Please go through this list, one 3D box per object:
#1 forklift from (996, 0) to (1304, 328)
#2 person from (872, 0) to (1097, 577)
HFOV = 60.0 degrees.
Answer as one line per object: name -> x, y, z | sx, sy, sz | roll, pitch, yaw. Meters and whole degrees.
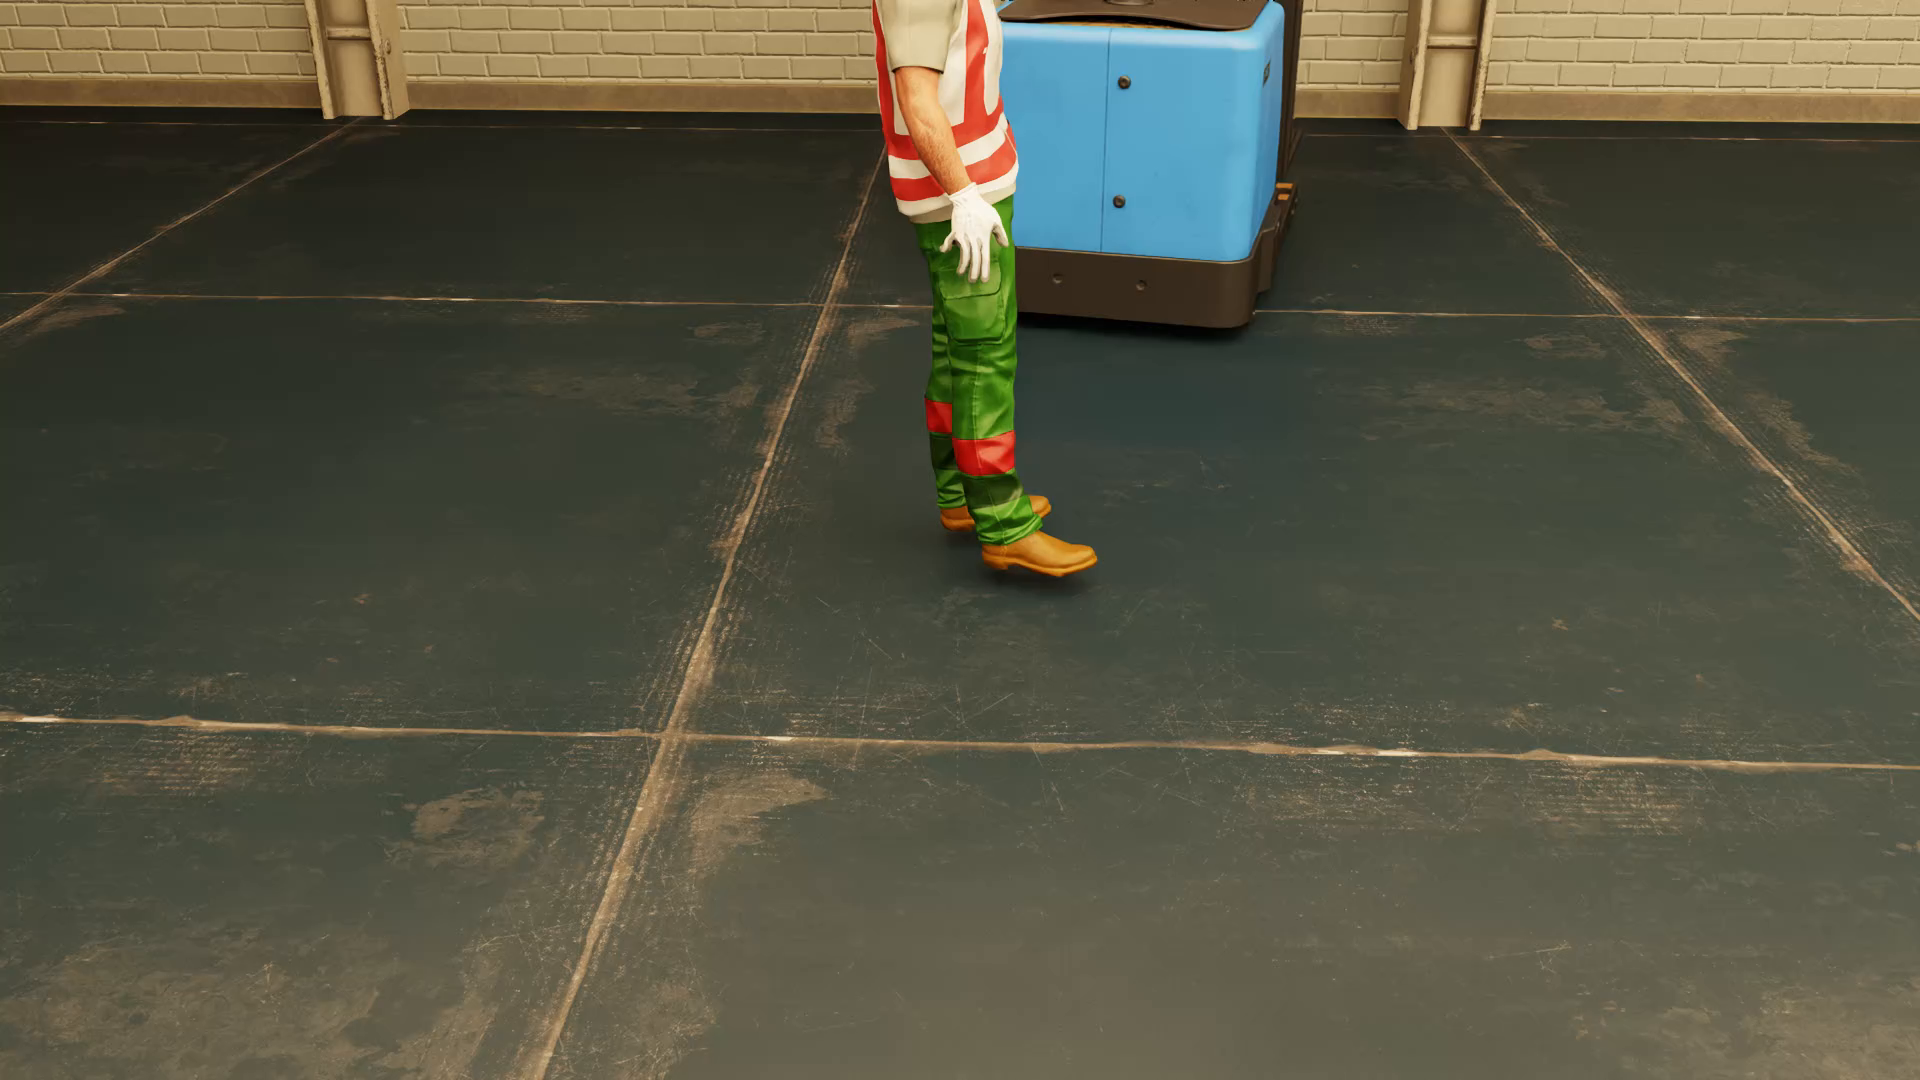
forklift -> 0.886, -2.693, 6.668 | 1.130, 2.935, 3.031 | 7, 27, 13
person -> 0.079, -0.838, 4.091 | 0.564, 1.786, 0.638 | 1, 26, 2
